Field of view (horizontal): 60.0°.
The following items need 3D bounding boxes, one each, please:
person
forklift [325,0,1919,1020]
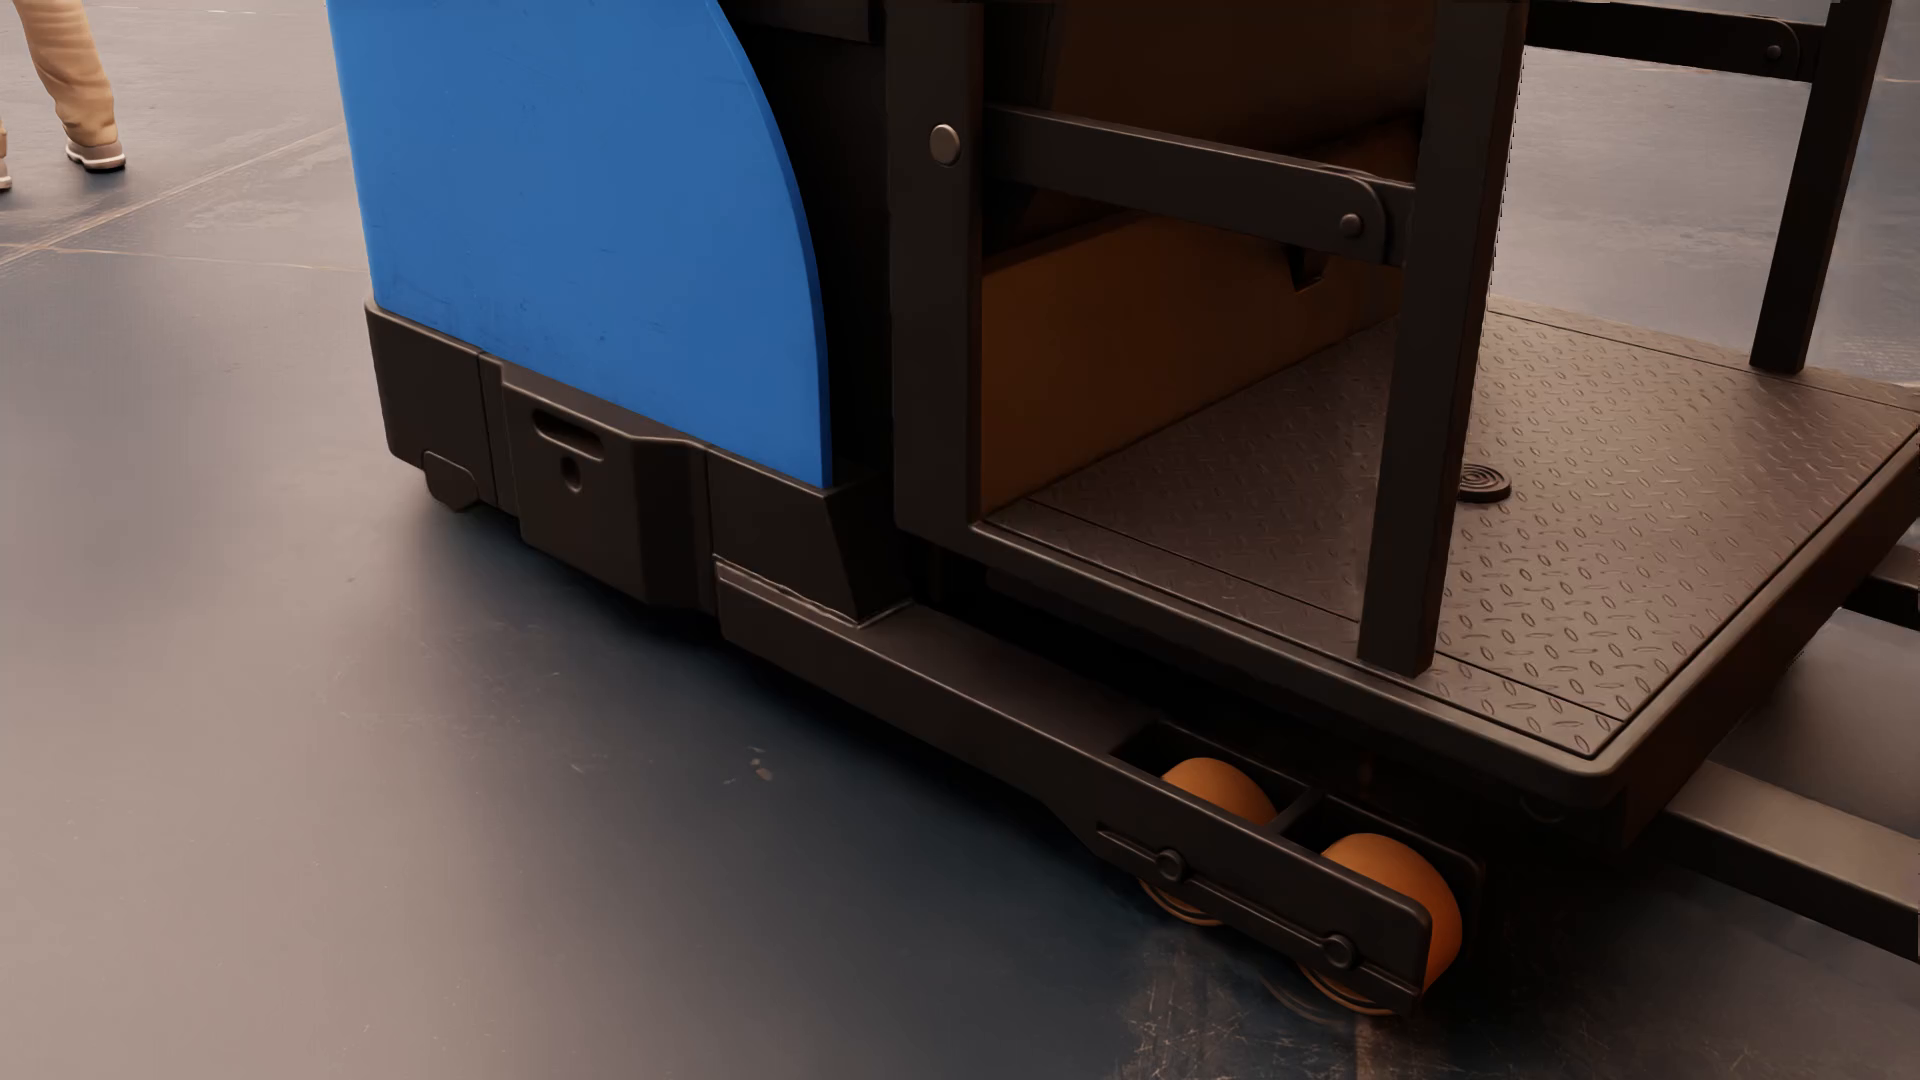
[{"bbox_3d":[-2.473,-1.733,4.018,0.396,1.726,0.585,21,34,35],"label":"person"},{"bbox_3d":[0.520,-1.122,1.471,3.031,2.935,1.130,22,34,37],"label":"forklift"}]
